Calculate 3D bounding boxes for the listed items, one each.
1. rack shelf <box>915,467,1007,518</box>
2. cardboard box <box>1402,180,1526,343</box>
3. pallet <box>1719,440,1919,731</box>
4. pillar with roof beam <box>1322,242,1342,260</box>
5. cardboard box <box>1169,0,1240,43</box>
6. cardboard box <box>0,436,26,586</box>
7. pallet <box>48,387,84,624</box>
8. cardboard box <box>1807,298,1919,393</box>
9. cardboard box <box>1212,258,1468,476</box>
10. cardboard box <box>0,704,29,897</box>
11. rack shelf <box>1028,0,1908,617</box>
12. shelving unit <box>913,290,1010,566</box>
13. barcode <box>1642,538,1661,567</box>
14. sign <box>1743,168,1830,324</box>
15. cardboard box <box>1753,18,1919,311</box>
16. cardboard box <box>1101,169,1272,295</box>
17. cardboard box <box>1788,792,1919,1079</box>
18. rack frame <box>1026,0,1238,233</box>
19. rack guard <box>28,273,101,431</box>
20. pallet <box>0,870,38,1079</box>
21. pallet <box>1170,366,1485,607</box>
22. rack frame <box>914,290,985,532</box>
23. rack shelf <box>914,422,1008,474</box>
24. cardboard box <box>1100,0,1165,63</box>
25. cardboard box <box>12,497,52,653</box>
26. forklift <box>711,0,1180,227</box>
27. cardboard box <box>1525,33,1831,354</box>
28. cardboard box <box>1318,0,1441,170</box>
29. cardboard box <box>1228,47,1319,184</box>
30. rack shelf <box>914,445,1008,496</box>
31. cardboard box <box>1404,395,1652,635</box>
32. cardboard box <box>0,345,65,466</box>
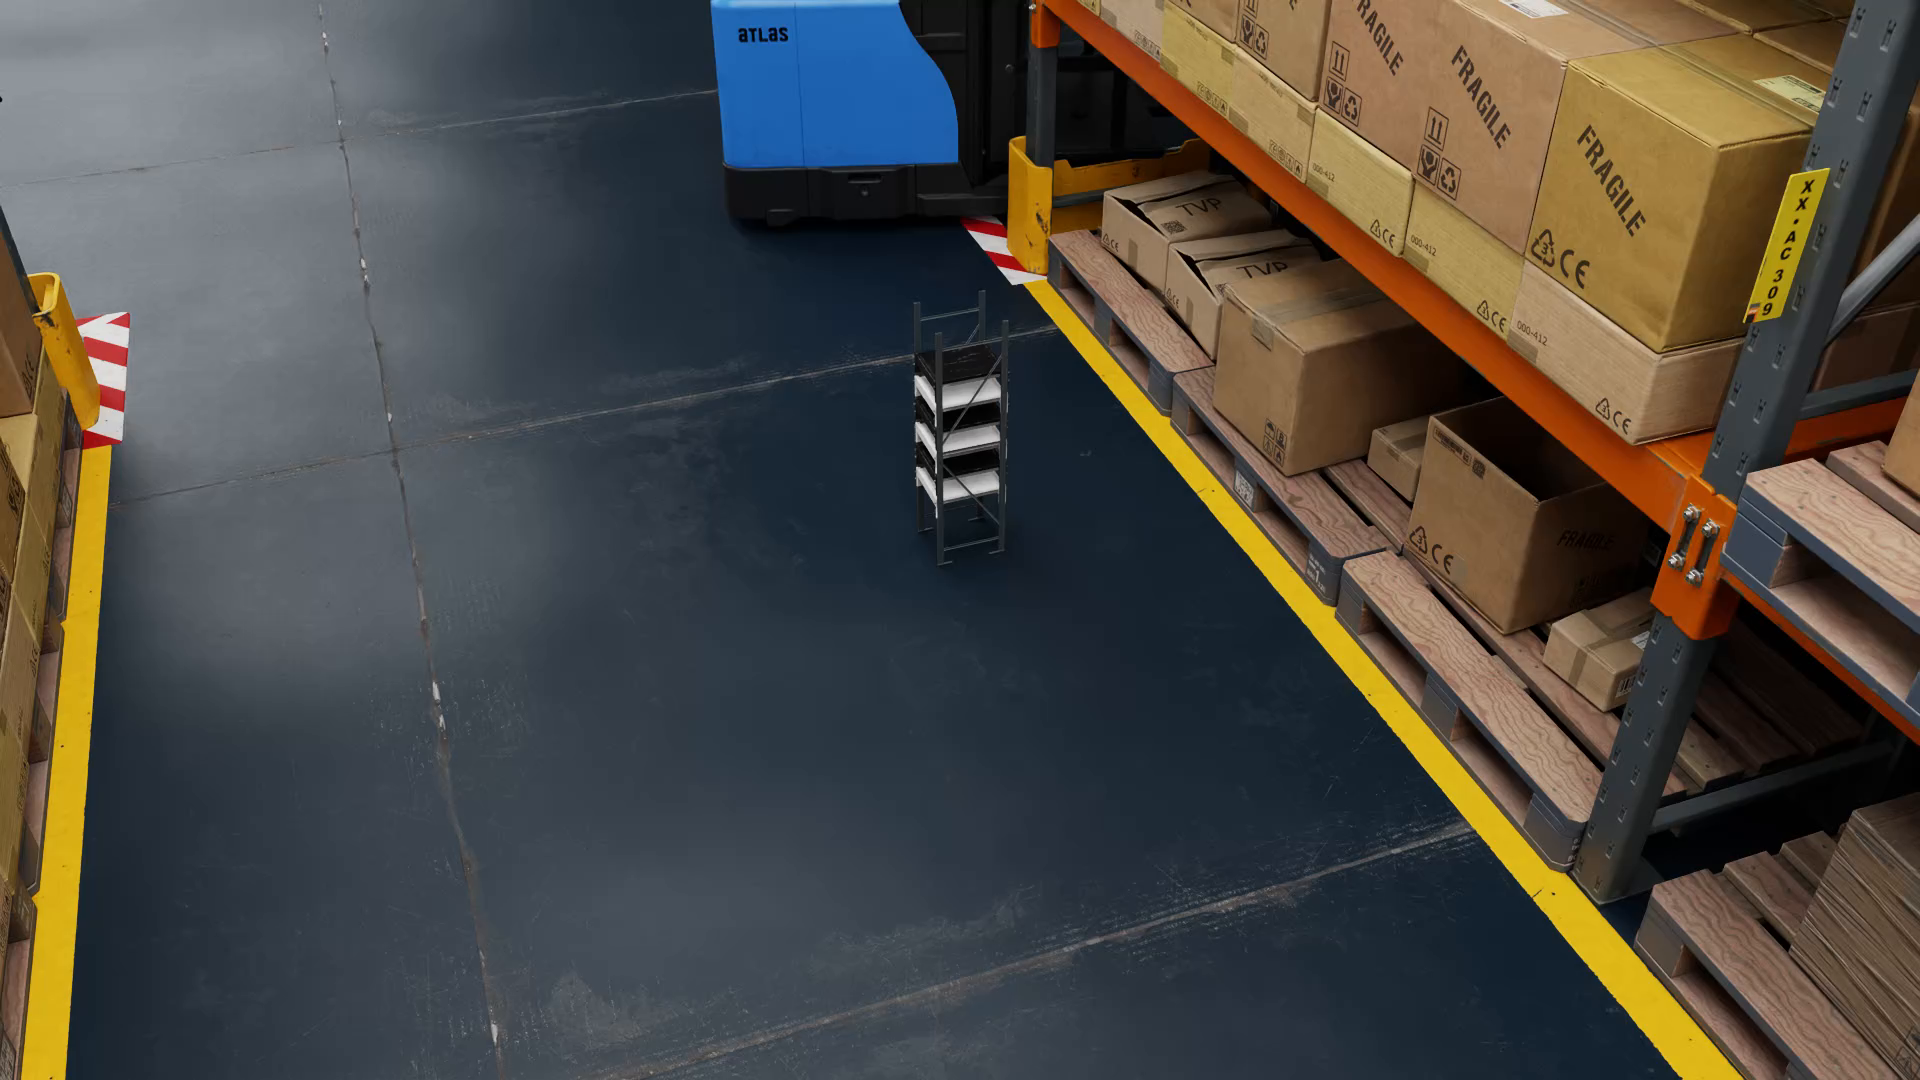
[{"bbox_3d":[0.003,-0.184,5.602,0.258,0.077,0.200,-12,39,-16],"label":"rack shelf"},{"bbox_3d":[1.541,-0.788,4.411,0.500,0.250,0.500,-12,39,-16],"label":"cardboard box"},{"bbox_3d":[2.278,0.186,3.169,1.003,0.211,1.213,-12,39,-16],"label":"pallet"},{"bbox_3d":[-2.213,-3.900,3.449,9.100,9.000,0.400,-12,39,-16],"label":"pillar with roof beam"},{"bbox_3d":[0.990,-1.953,5.335,0.500,0.500,0.500,-14,39,-17],"label":"cardboard box"},{"bbox_3d":[-3.052,-0.150,4.769,0.500,0.500,0.500,-12,39,-16],"label":"cardboard box"},{"bbox_3d":[-3.572,-0.047,5.637,1.003,0.211,1.213,-12,39,-16],"label":"pallet"},{"bbox_3d":[2.192,-0.610,4.175,0.500,0.250,0.500,-12,39,-15],"label":"cardboard box"},{"bbox_3d":[1.331,-0.633,5.809,0.700,0.500,0.500,-15,39,-19],"label":"cardboard box"},{"bbox_3d":[-2.707,0.714,4.245,0.500,0.250,0.500,-12,39,-16],"label":"cardboard box"},{"bbox_3d":[1.464,-1.195,5.441,1.077,0.370,4.000,-12,39,-16],"label":"rack shelf"},{"bbox_3d":[0.003,-0.355,5.473,0.258,0.900,0.210,-12,39,-16],"label":"shelving unit"},{"bbox_3d":[2.141,0.040,5.148,0.001,0.075,0.075,-12,39,-16],"label":"barcode"},{"bbox_3d":[1.645,-0.581,3.309,0.100,0.325,0.005,-12,39,-16],"label":"sign"},{"bbox_3d":[2.186,-0.909,3.948,0.500,0.500,0.500,-13,39,-17],"label":"cardboard box"},{"bbox_3d":[0.929,-1.304,6.857,0.500,0.311,0.500,-17,40,-21],"label":"cardboard box"},{"bbox_3d":[2.421,0.883,3.797,0.700,0.500,0.500,-11,38,-14],"label":"cardboard box"},{"bbox_3d":[0.776,-2.612,6.724,1.000,3.000,0.127,-12,39,-16],"label":"rack frame"},{"bbox_3d":[-3.883,-0.599,6.130,1.175,0.500,0.348,-12,39,-16],"label":"rack guard"},{"bbox_3d":[-2.732,1.331,3.807,1.003,0.211,1.213,-12,39,-16],"label":"pallet"},{"bbox_3d":[1.464,-0.301,5.974,1.003,0.211,1.213,-12,39,-16],"label":"pallet"},{"bbox_3d":[-0.032,-0.412,5.549,0.240,0.900,0.006,-12,39,-16],"label":"rack frame"},{"bbox_3d":[0.003,-0.328,5.493,0.258,0.077,0.200,-12,39,-16],"label":"rack shelf"},{"bbox_3d":[0.837,-1.928,5.925,0.500,0.250,0.500,-14,39,-17],"label":"cardboard box"},{"bbox_3d":[-3.055,0.150,4.994,0.500,0.250,0.500,-12,39,-16],"label":"cardboard box"},{"bbox_3d":[0.410,-2.946,7.225,3.031,2.935,1.130,-2,37,-3],"label":"forklift"},{"bbox_3d":[1.699,-0.803,3.807,0.500,0.500,0.500,-13,39,-16],"label":"cardboard box"},{"bbox_3d":[1.359,-1.370,4.561,0.500,0.500,0.500,-14,39,-17],"label":"cardboard box"},{"bbox_3d":[1.179,-1.353,5.161,0.500,0.250,0.500,-12,39,-16],"label":"cardboard box"},{"bbox_3d":[0.003,-0.256,5.547,0.258,0.077,0.200,-12,39,-16],"label":"rack shelf"},{"bbox_3d":[1.757,-0.107,5.112,0.500,0.500,0.500,-15,40,-19],"label":"cardboard box"},{"bbox_3d":[-3.412,-0.412,5.740,0.500,0.250,0.500,-12,39,-16],"label":"cardboard box"}]
